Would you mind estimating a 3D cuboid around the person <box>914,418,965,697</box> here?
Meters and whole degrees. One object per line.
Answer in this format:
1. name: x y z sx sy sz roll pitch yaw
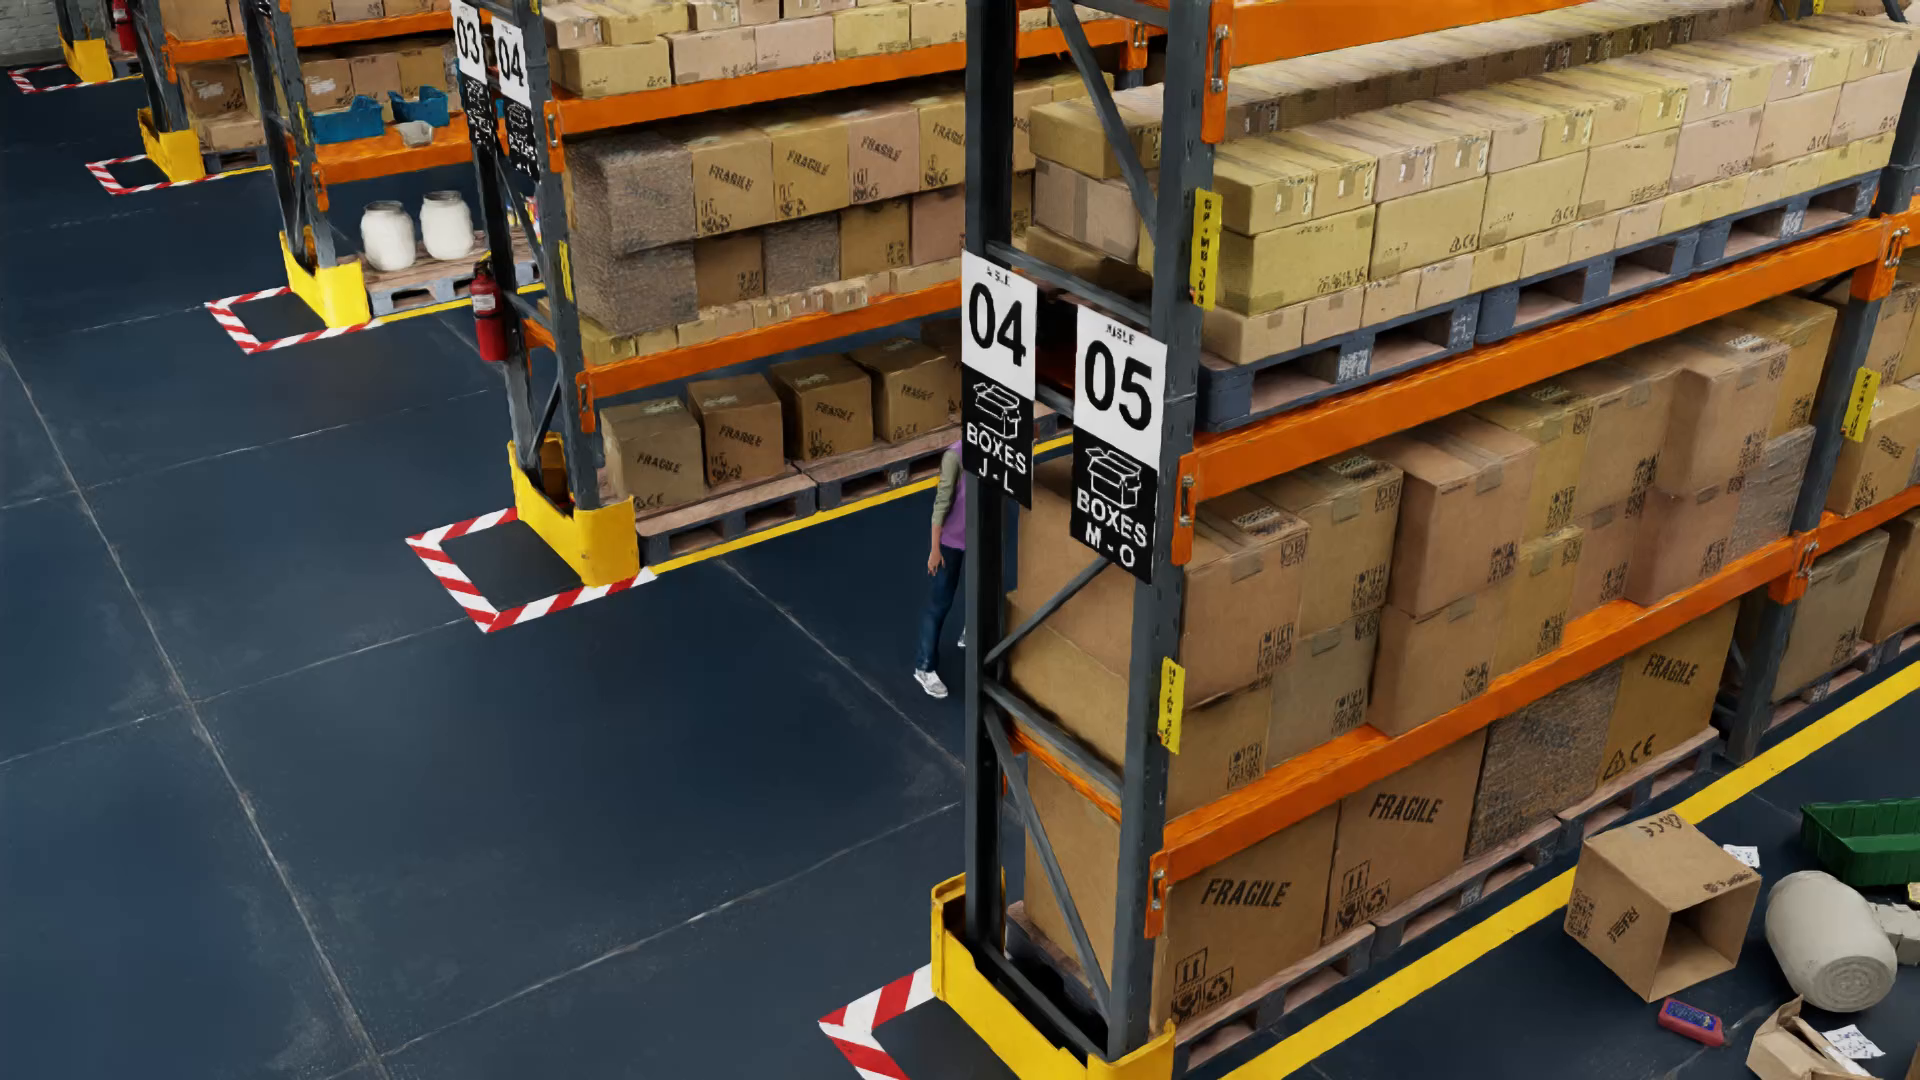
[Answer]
1. person: -0.002 0.009 8.637 0.551 1.573 0.452 -16 33 -26
